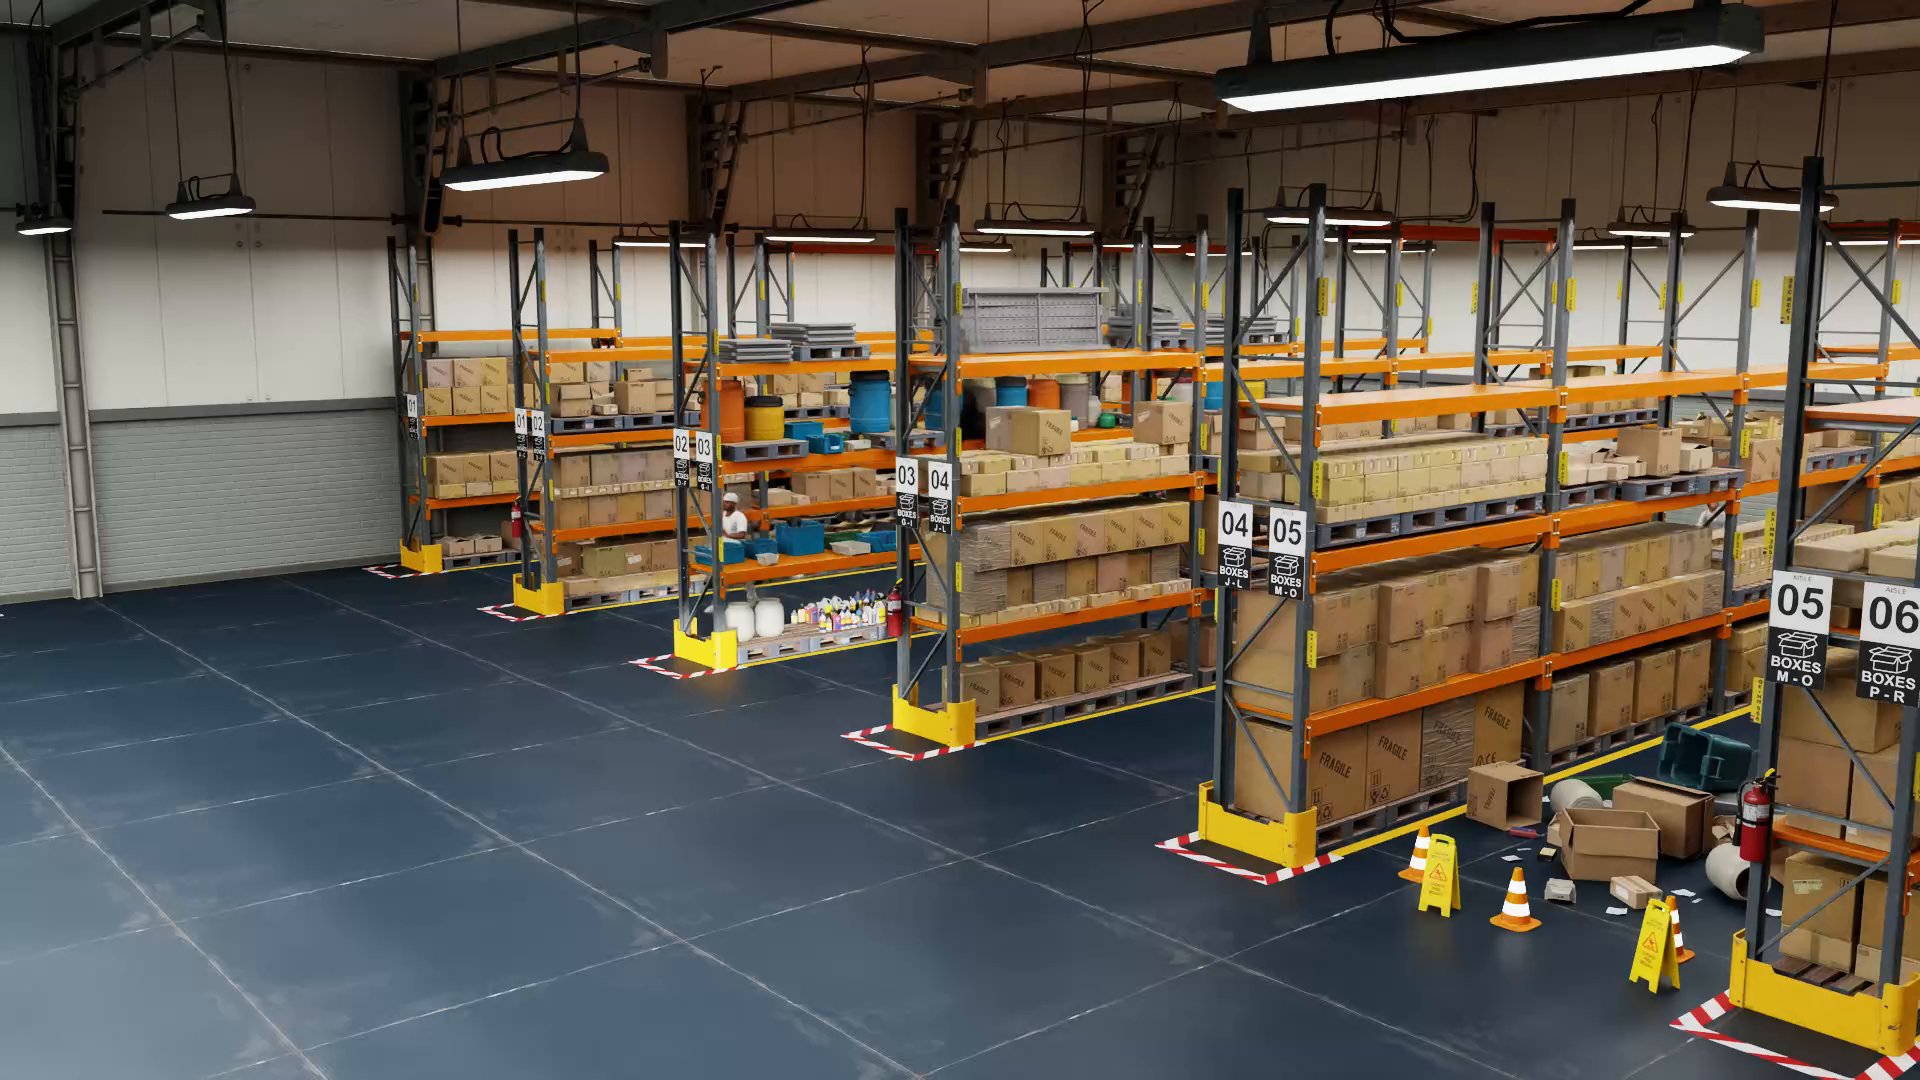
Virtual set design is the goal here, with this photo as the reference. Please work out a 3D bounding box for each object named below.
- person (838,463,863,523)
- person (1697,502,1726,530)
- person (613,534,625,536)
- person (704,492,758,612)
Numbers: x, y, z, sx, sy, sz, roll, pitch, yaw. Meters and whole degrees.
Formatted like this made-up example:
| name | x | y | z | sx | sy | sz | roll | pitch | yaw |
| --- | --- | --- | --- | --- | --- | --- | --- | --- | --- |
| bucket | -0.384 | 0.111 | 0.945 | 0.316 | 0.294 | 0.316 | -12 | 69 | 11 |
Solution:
| name | x | y | z | sx | sy | sz | roll | pitch | yaw |
| --- | --- | --- | --- | --- | --- | --- | --- | --- | --- |
| person | -2.174 | -0.850 | 33.533 | 0.636 | 1.820 | 0.710 | 8 | 12 | 42 |
| person | 12.973 | 0.019 | 28.650 | 0.532 | 1.511 | 0.499 | 2 | 9 | 14 |
| person | -6.029 | -0.222 | 29.445 | 0.608 | 1.816 | 0.747 | 8 | 12 | 40 |
| person | -3.436 | 0.189 | 24.775 | 0.700 | 1.804 | 0.920 | 8 | 12 | 41 |
